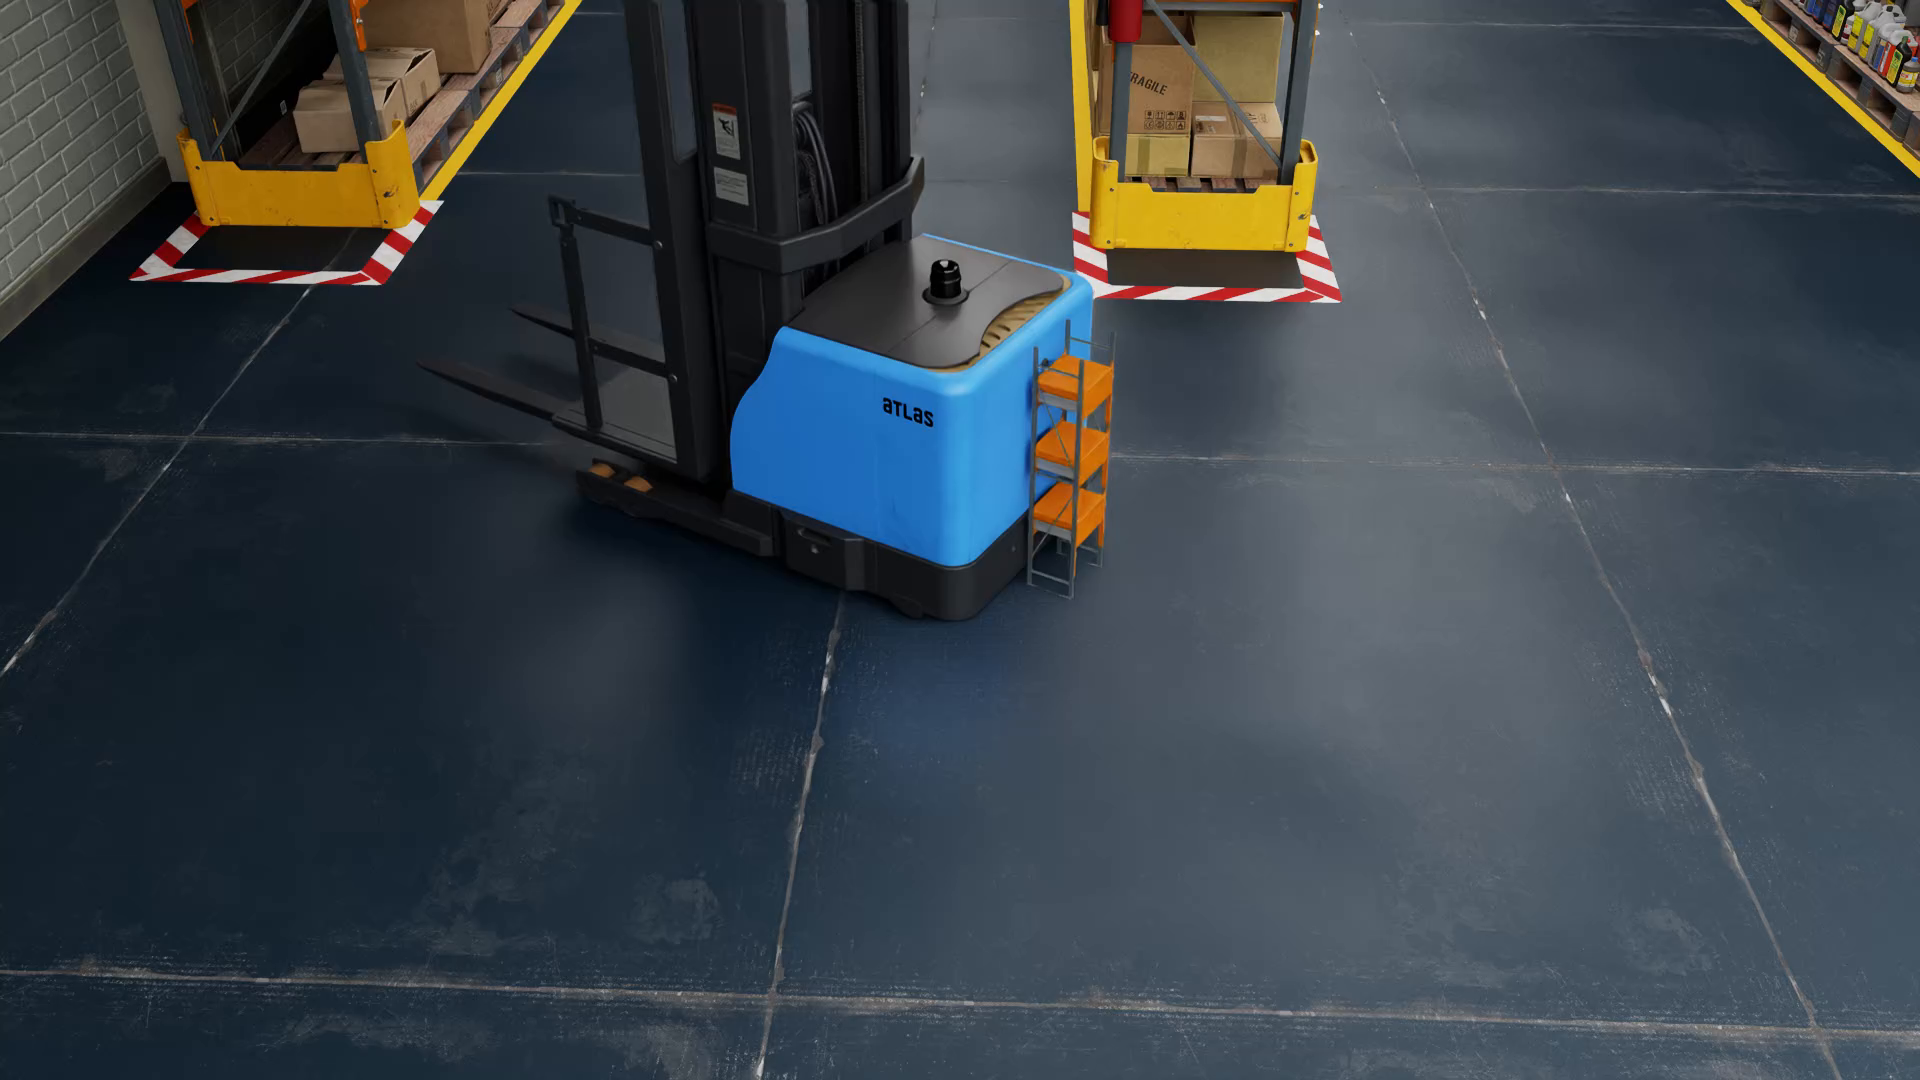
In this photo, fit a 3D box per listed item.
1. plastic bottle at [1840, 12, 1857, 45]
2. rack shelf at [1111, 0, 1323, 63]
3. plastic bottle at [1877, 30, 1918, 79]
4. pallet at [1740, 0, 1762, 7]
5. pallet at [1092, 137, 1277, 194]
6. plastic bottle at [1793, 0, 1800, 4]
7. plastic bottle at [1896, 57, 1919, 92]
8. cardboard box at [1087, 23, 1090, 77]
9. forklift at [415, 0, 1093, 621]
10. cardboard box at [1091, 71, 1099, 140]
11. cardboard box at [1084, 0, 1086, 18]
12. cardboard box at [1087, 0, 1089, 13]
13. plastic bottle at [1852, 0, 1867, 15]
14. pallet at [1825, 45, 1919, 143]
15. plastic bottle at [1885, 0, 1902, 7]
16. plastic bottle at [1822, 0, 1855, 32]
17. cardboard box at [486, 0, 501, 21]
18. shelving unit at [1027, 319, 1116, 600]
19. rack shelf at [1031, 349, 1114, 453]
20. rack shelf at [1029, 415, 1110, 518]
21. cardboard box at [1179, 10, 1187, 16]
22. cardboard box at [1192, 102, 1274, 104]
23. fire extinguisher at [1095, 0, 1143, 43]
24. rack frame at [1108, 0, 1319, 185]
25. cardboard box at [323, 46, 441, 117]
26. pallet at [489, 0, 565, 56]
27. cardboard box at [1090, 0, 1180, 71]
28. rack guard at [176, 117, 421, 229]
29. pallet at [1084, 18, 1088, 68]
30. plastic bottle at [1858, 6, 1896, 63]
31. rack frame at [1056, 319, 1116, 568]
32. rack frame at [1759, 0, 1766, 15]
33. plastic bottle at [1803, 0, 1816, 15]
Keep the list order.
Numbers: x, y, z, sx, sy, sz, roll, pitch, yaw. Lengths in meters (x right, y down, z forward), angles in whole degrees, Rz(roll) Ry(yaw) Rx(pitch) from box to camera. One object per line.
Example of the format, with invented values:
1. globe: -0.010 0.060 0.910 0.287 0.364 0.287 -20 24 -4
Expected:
1. plastic bottle: 5.918 -3.396 11.024 0.097 0.201 0.097 0 35 0
2. rack shelf: 1.378 -3.759 10.115 1.077 0.370 4.000 1 35 2
3. plastic bottle: 5.920 -3.062 10.485 0.152 0.276 0.135 2 35 2
4. pallet: 6.400 -4.397 12.822 1.003 0.211 1.213 1 35 2
5. pallet: 1.287 -2.203 9.701 1.003 0.211 1.213 1 35 2
6. plastic bottle: 5.953 -3.889 11.726 0.097 0.201 0.097 0 35 0
7. plastic bottle: 5.883 -2.888 10.301 0.097 0.201 0.097 0 35 0
8. cardboard box: 1.072 -3.128 10.618 0.500 0.250 0.500 1 35 2
9. forklift: -1.002 -1.530 6.378 3.031 2.935 1.130 20 40 25
10. cardboard box: 1.032 -2.553 9.800 0.500 0.250 0.500 1 35 2
11. cardboard box: 1.112 -3.702 11.435 0.500 0.250 0.500 1 35 2
12. cardboard box: 1.087 -3.722 10.811 0.500 0.500 0.500 1 35 2
13. plastic bottle: 5.985 -3.501 11.113 0.097 0.271 0.097 0 35 0
14. pallet: 6.293 -2.857 10.631 1.003 0.211 1.213 1 35 2
15. plastic bottle: 6.526 -3.808 11.481 0.144 0.351 0.185 1 35 2
16. plastic bottle: 5.953 -3.619 11.212 0.144 0.351 0.185 0 35 0
17. cardboard box: -3.493 -3.874 11.445 0.500 0.500 0.500 -1 35 -2
18. shelving unit: 0.411 -0.288 6.246 0.215 1.050 0.252 19 39 25
19. rack shelf: 0.411 -0.511 6.089 0.215 0.259 0.240 19 39 25
20. rack shelf: 0.411 -0.279 6.252 0.215 0.259 0.240 19 39 25
21. cardboard box: 1.567 -3.135 9.976 0.500 0.500 0.500 1 35 2
22. cardboard box: 1.558 -2.541 9.783 0.500 0.250 0.500 1 35 2
23. fire extinguisher: 0.829 -2.815 8.214 0.296 0.674 0.183 1 35 2
24. rack frame: 1.298 -2.904 8.273 1.000 3.000 0.127 1 35 2
25. cardboard box: -3.511 -2.819 10.108 0.500 0.311 0.500 4 35 6
26. pallet: -3.483 -3.787 11.954 1.003 0.211 1.213 1 35 2
27. cardboard box: 1.048 -3.147 9.993 0.500 0.500 0.500 1 35 2
28. rack guard: -3.649 -2.037 9.214 1.175 0.500 0.348 1 35 2
29. pallet: 1.385 -3.605 11.696 1.003 0.211 1.213 1 35 2
30. plastic bottle: 5.929 -3.268 10.712 0.144 0.351 0.185 3 35 4
31. rack frame: 0.474 -0.348 6.332 0.200 1.050 0.008 19 39 25
32. rack frame: 6.408 -5.085 11.377 1.000 3.000 0.127 1 35 2
33. plastic bottle: 5.971 -3.792 11.523 0.152 0.276 0.135 3 35 4
